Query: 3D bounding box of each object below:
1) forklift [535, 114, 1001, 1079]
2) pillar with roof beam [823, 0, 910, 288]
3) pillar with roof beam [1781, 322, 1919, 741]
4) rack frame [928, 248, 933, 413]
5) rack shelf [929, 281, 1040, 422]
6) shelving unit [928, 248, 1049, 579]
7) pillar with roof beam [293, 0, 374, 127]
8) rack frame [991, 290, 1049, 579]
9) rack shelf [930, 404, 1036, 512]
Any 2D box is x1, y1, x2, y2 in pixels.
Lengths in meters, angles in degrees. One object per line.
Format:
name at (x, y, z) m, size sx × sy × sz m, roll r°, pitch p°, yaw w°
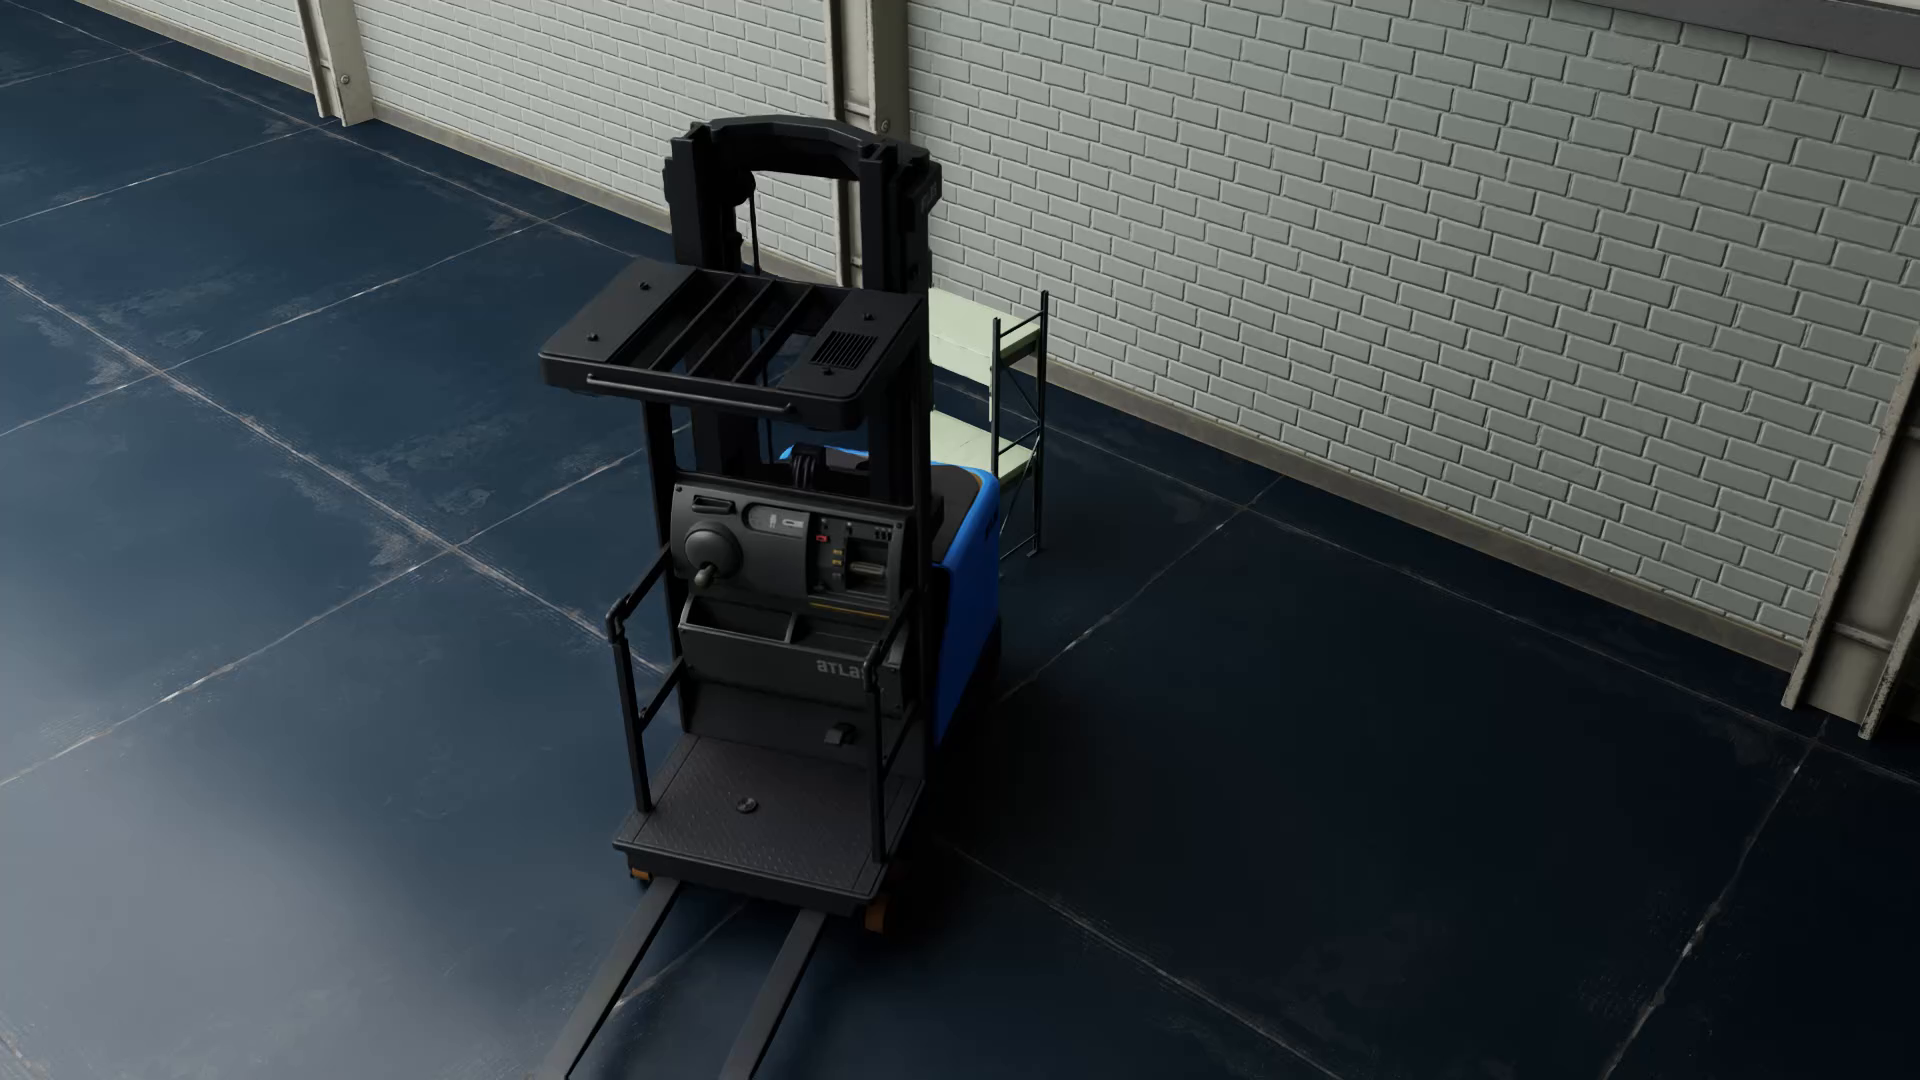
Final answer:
forklift at (-0.712, 0.093, 6.108) m, size 1.130 × 2.935 × 3.031 m, roll 9°, pitch 36°, yaw 13°
pillar with roof beam at (-3.306, -3.240, 5.600) m, size 0.400 × 9.000 × 9.100 m, roll 25°, pitch 42°, yaw 32°
pillar with roof beam at (1.305, -1.066, 2.436) m, size 0.400 × 9.000 × 9.100 m, roll 25°, pitch 42°, yaw 32°
rack frame at (-0.276, -0.748, 8.597) m, size 0.023 × 1.500 × 0.400 m, roll 25°, pitch 42°, yaw 32°
rack shelf at (0.005, -0.938, 8.183) m, size 0.720 × 0.370 × 0.431 m, roll 25°, pitch 42°, yaw 32°
shelving unit at (0.005, -0.616, 8.404) m, size 0.755 × 1.500 × 0.431 m, roll 25°, pitch 42°, yaw 32°
pillar with roof beam at (-7.918, -5.413, 8.765) m, size 0.400 × 9.000 × 9.100 m, roll 25°, pitch 42°, yaw 32°
rack frame at (0.286, -0.483, 8.211) m, size 0.023 × 1.500 × 0.400 m, roll 25°, pitch 42°, yaw 32°
rack shelf at (0.005, -0.347, 8.589) m, size 0.720 × 0.370 × 0.431 m, roll 25°, pitch 42°, yaw 32°
